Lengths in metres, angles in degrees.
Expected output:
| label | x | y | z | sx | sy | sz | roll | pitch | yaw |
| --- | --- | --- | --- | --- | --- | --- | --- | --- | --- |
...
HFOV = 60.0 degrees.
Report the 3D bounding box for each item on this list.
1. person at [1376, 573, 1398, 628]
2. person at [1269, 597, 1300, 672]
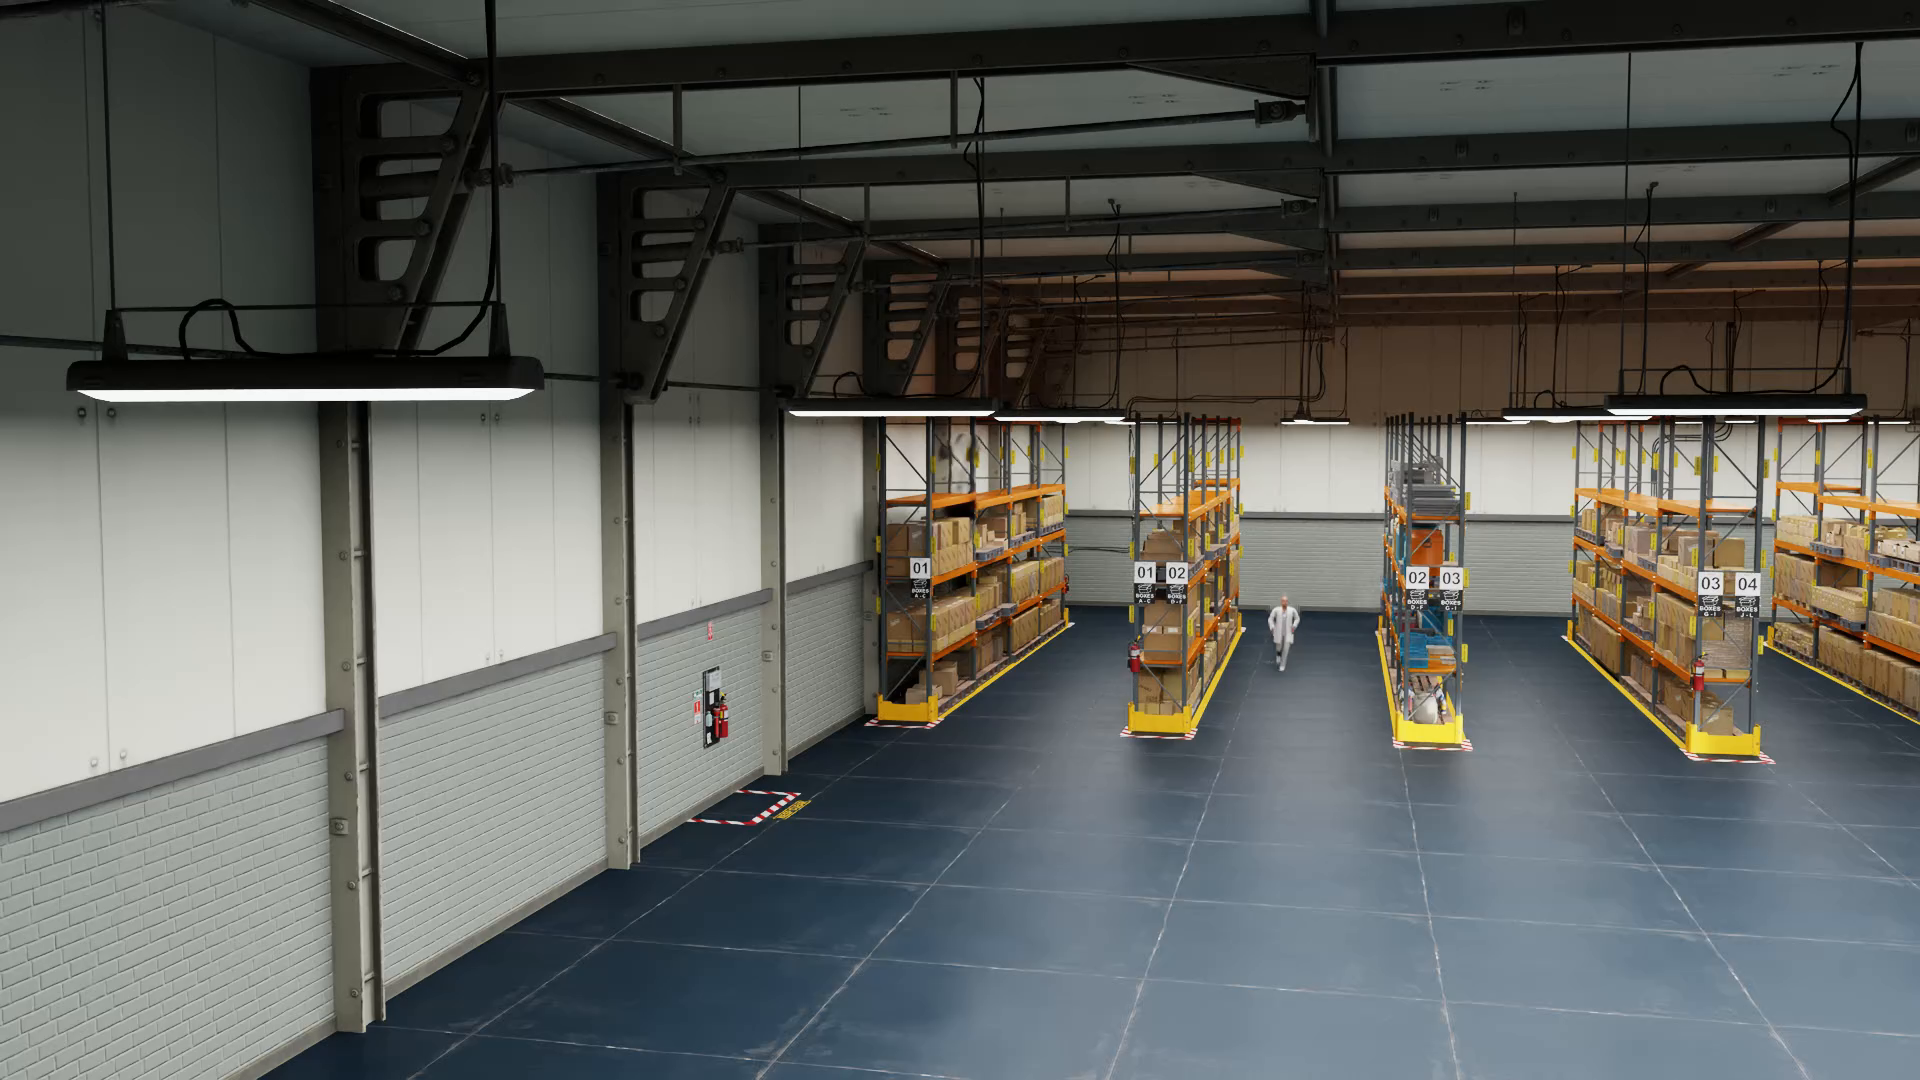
| label | x | y | z | sx | sy | sz | roll | pitch | yaw |
| --- | --- | --- | --- | --- | --- | --- | --- | --- | --- |
| person | 12.180 | 1.764 | 46.831 | 0.810 | 1.659 | 0.549 | 3 | 5 | 33 |
| person | 7.665 | 2.209 | 39.311 | 0.724 | 1.743 | 0.771 | 1 | 4 | 11 |
